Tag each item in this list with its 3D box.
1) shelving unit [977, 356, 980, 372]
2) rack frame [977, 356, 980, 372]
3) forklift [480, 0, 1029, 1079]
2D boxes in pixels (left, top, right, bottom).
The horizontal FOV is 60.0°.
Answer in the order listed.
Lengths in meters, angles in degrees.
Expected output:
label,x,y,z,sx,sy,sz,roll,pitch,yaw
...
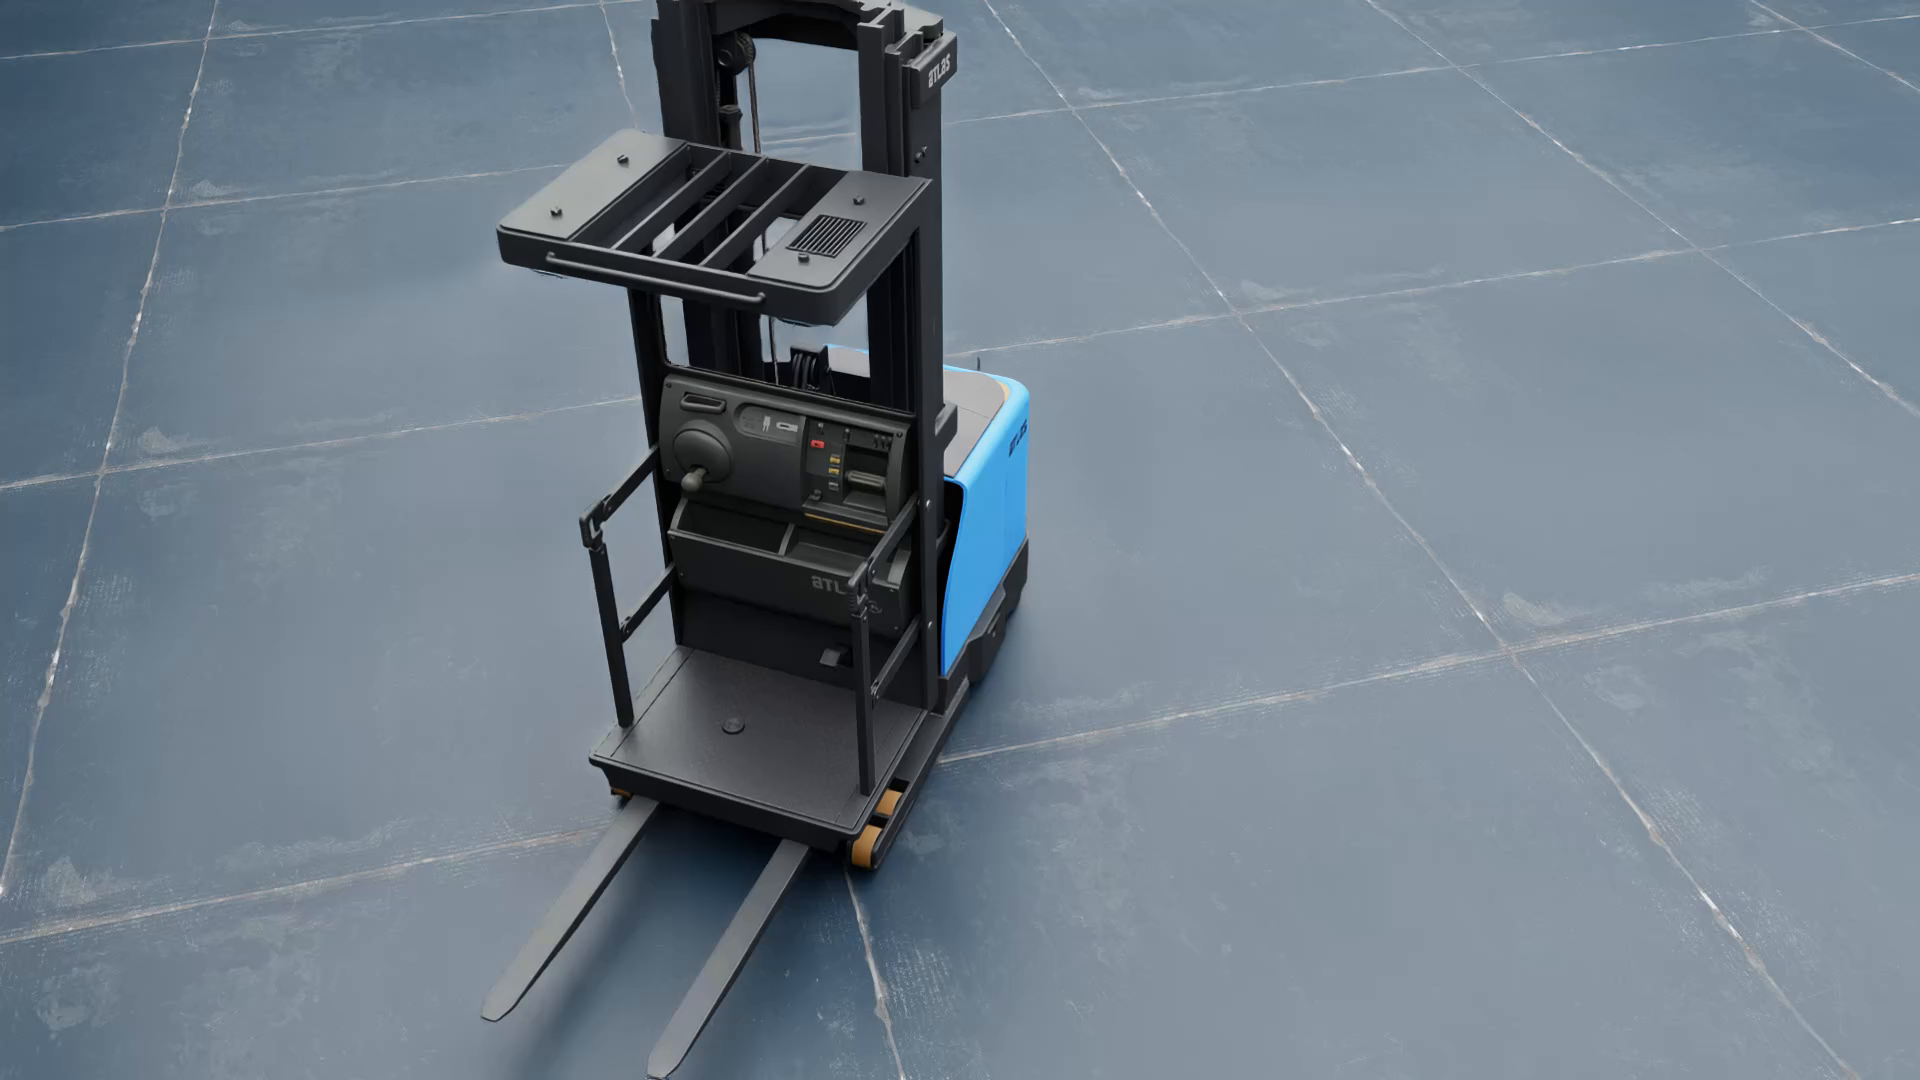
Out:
label,x,y,z,sx,sy,sz,roll,pitch,yaw
shelving unit,0.012,-0.366,7.487,0.210,0.900,0.258,-9,38,-12
rack frame,0.110,-0.382,7.508,0.006,0.900,0.240,-9,38,-12
forklift,-0.699,-0.235,5.644,1.130,2.935,3.031,13,39,16
